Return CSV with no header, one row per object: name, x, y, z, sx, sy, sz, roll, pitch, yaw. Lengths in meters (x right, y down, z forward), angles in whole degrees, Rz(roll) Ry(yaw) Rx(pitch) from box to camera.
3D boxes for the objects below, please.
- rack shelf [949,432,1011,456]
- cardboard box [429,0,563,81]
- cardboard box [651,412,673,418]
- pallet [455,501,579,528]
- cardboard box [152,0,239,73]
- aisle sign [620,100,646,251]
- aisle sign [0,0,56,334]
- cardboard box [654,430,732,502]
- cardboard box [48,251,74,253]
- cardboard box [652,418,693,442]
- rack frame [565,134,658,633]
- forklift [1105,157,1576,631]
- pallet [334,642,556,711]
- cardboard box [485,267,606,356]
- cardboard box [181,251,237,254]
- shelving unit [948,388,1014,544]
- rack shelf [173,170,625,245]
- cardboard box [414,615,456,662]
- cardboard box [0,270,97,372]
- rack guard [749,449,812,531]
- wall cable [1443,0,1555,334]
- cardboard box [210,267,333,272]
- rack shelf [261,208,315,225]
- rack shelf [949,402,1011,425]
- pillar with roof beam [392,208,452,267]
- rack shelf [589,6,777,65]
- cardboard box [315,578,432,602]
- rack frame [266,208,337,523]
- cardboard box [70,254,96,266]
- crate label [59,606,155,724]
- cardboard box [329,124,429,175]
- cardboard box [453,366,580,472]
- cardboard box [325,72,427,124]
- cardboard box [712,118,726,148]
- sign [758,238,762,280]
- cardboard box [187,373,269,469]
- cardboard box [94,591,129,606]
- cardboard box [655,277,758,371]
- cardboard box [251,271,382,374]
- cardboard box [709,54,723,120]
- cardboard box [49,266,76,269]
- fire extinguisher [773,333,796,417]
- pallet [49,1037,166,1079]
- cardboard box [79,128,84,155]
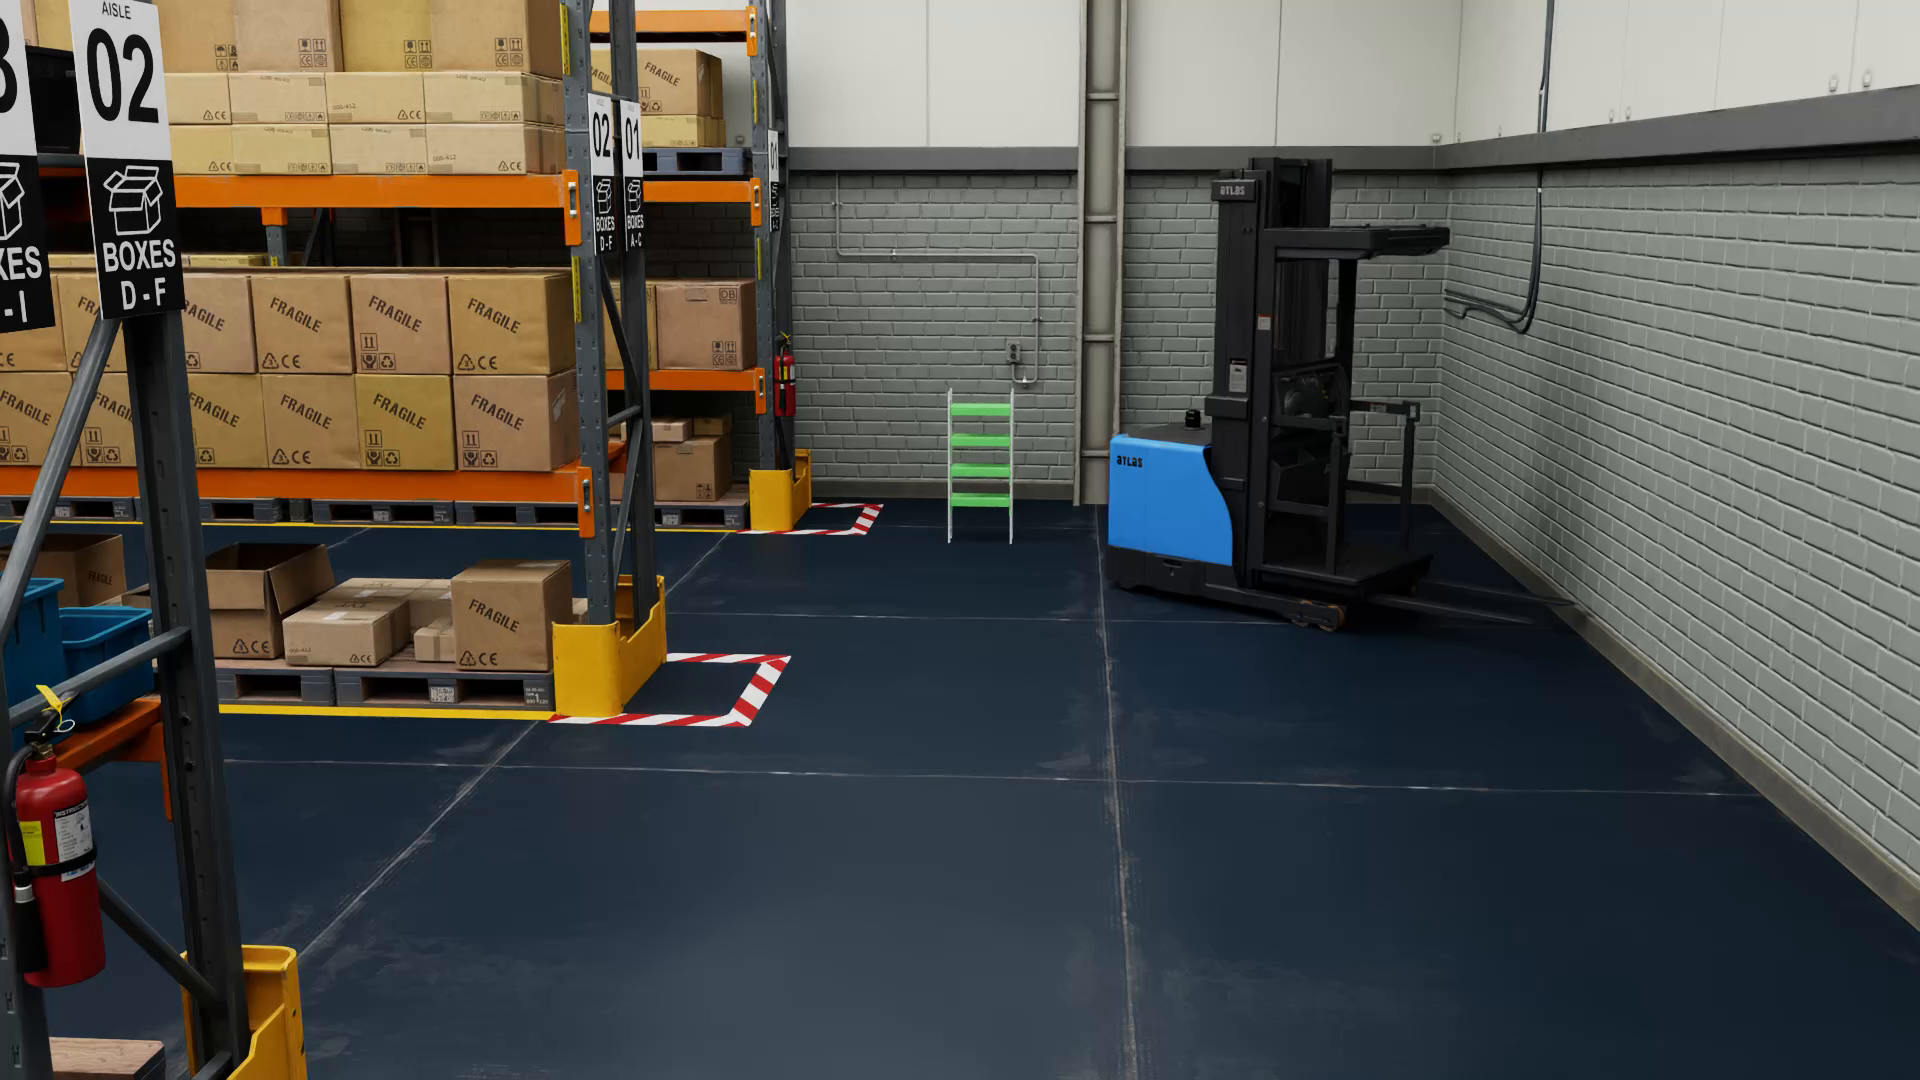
rack shelf,0.165,-0.757,13.098,0.480,0.148,0.258,1,12,4
cardboard box,-2.382,-2.660,8.647,0.500,0.500,0.700,1,12,4
cardboard box,-2.613,-0.997,14.201,0.250,0.149,0.380,1,12,4
pallet,-3.558,-0.309,14.231,1.213,0.211,1.003,1,12,4
cardboard box,-3.874,-2.695,8.814,0.500,0.500,0.700,1,12,4
aisle sign,-1.780,-1.981,9.065,0.004,0.787,0.394,1,12,4
aisle sign,-2.151,-0.850,3.655,0.004,0.787,0.394,1,12,4
cardboard box,-2.246,-0.633,14.048,0.500,0.500,0.700,1,12,4
cardboard box,-8.025,-2.374,14.440,0.500,0.250,0.500,0,12,2
cardboard box,-2.386,-0.915,13.812,0.250,0.149,0.380,1,12,3
rack frame,-1.868,-0.650,9.049,0.127,3.000,1.000,1,12,4
forklift,2.462,-0.978,10.787,3.031,2.935,1.130,10,16,40
pallet,-2.739,0.703,9.391,1.213,0.211,1.003,1,12,4
cardboard box,-2.293,-1.248,9.223,0.500,0.500,0.500,1,12,5
cardboard box,-6.496,-2.353,14.341,0.500,0.250,0.500,1,12,4
shelving unit,0.165,-0.585,13.134,0.503,1.200,0.258,1,12,4
rack shelf,-3.864,-1.793,8.946,4.000,0.370,1.077,1,12,4
cardboard box,-2.825,0.541,9.203,0.250,0.166,0.380,1,12,4
cardboard box,-4.893,-1.172,8.859,0.500,0.500,0.500,0,12,2
rack guard,-1.517,-0.438,14.141,0.348,0.500,1.175,1,12,4
wall cable,4.079,-2.928,12.872,0.112,2.526,3.097,1,12,4
cardboard box,-3.821,-1.268,9.319,0.500,0.500,0.500,1,12,3
rack shelf,-7.527,-2.860,14.046,4.000,0.370,1.077,1,12,4
rack shelf,0.165,-0.992,13.049,0.480,0.148,0.258,1,12,4
pillar with roof beam,-5.063,-3.941,10.129,0.400,9.000,9.100,1,12,4
rack shelf,-3.536,-4.078,13.518,4.000,0.370,1.077,1,12,4
cardboard box,-3.389,0.402,9.663,0.500,0.250,0.500,1,12,4
rack frame,-5.532,-1.717,14.149,0.127,3.000,1.000,1,12,4
cardboard box,-7.033,-2.258,13.886,0.500,0.250,0.500,1,12,5
crate label,-2.427,0.344,4.560,0.303,0.233,0.416,1,12,4
cardboard box,-2.896,-2.007,8.577,0.500,0.250,0.500,1,12,4
cardboard box,-2.333,-0.649,8.802,0.500,0.500,0.500,1,12,5
cardboard box,-2.897,-2.251,8.523,0.500,0.250,0.500,1,12,4
cardboard box,-2.253,-3.371,13.829,0.500,0.250,0.500,1,12,7
sign,-1.591,-2.234,13.215,0.005,0.325,0.100,1,12,4
cardboard box,-3.851,-0.671,8.904,0.500,0.500,0.500,1,12,3
cardboard box,-4.893,0.418,9.831,0.250,0.149,0.380,1,12,4
cardboard box,-2.050,-1.814,13.880,0.700,0.700,0.980,1,12,6
cardboard box,-3.352,-1.151,8.758,0.500,0.500,0.500,1,12,5
cardboard box,-2.253,-3.738,13.749,0.500,0.500,0.500,0,12,2
cardboard box,-5.337,-1.289,9.418,0.500,0.500,0.500,1,12,4
fire extinguisher,-1.421,-1.345,13.473,0.183,0.674,0.296,1,12,4
pallet,-3.023,1.708,4.589,1.213,0.211,1.003,1,12,4
cardboard box,-4.393,-2.027,8.675,0.500,0.250,0.500,1,12,4
